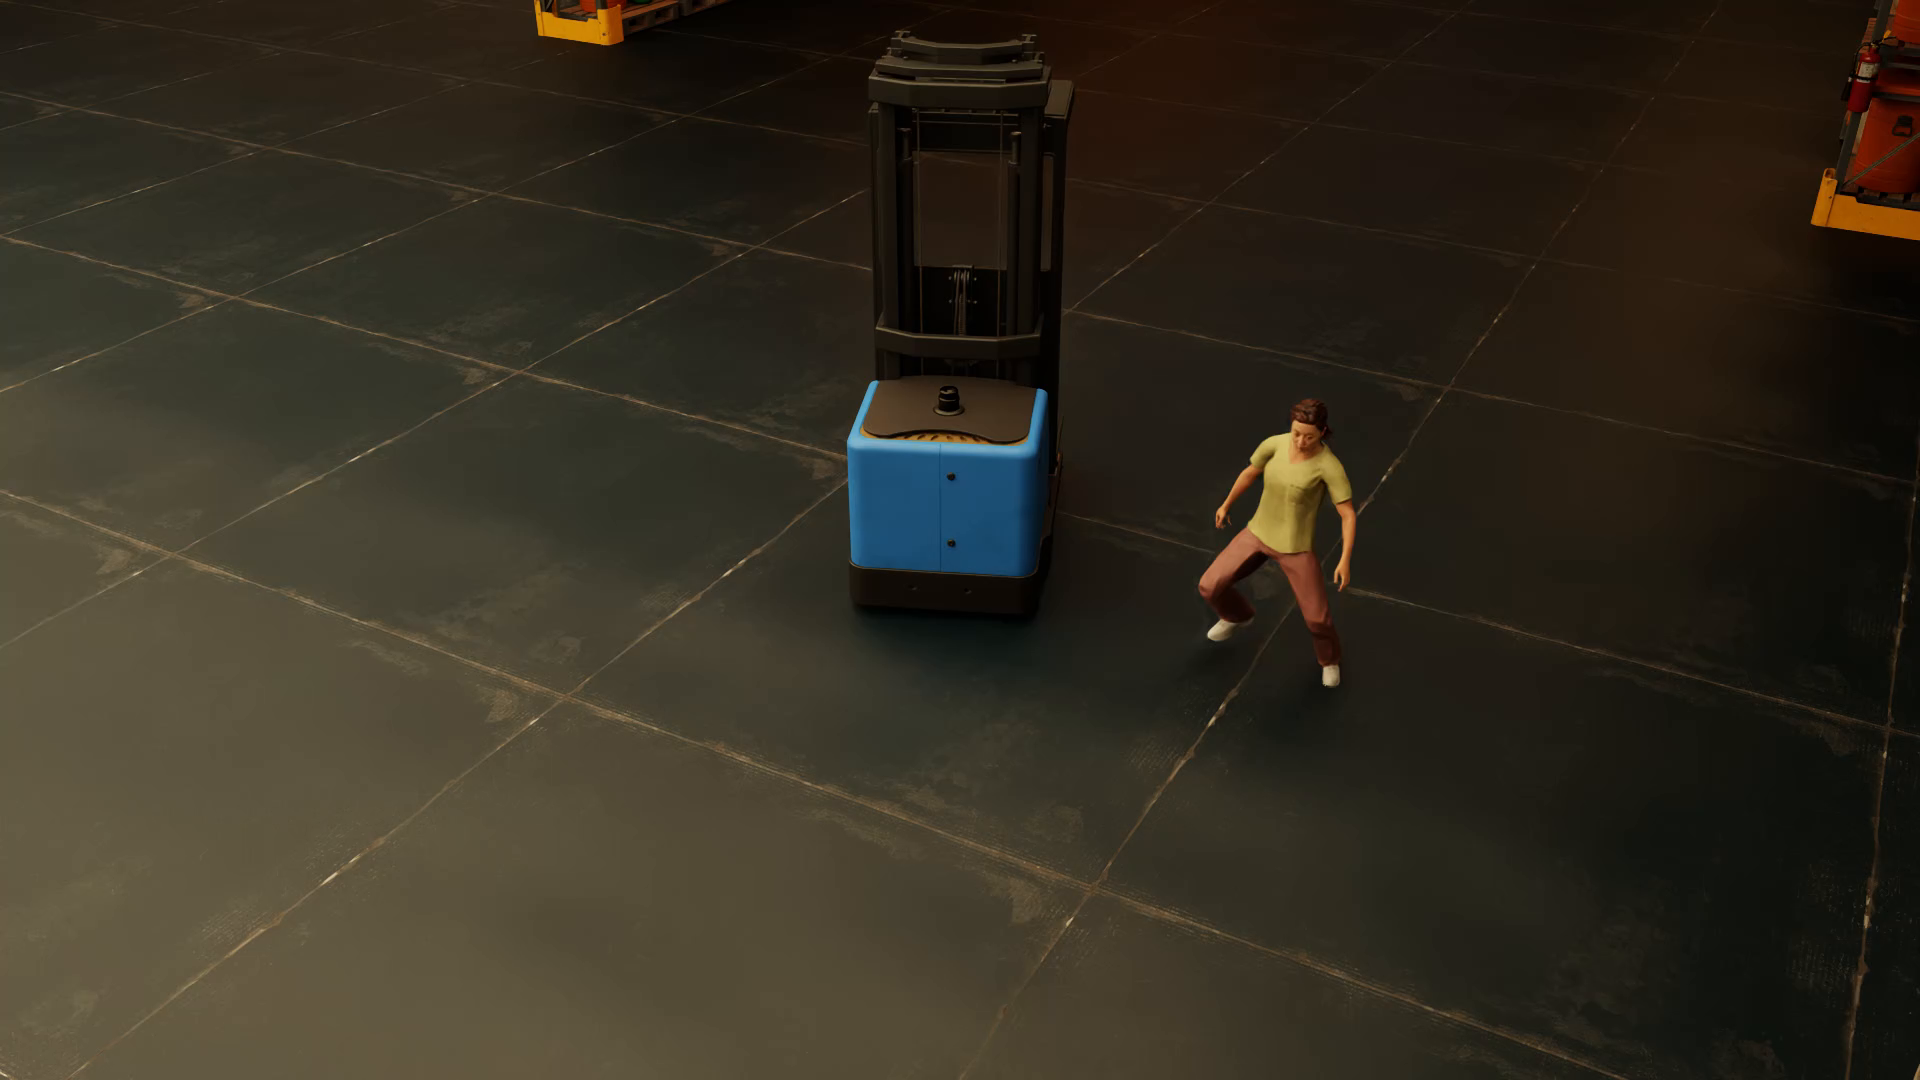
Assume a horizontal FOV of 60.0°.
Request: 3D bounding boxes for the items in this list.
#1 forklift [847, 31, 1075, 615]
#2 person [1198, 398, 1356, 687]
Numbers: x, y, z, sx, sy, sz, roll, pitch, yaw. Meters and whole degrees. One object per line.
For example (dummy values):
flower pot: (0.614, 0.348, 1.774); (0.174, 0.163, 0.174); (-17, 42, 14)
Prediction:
forklift: (0.072, -1.572, 9.794); (1.130, 2.935, 3.031); (3, 30, 6)
person: (1.649, -0.006, 8.468); (0.848, 1.571, 0.571); (24, 38, 35)
